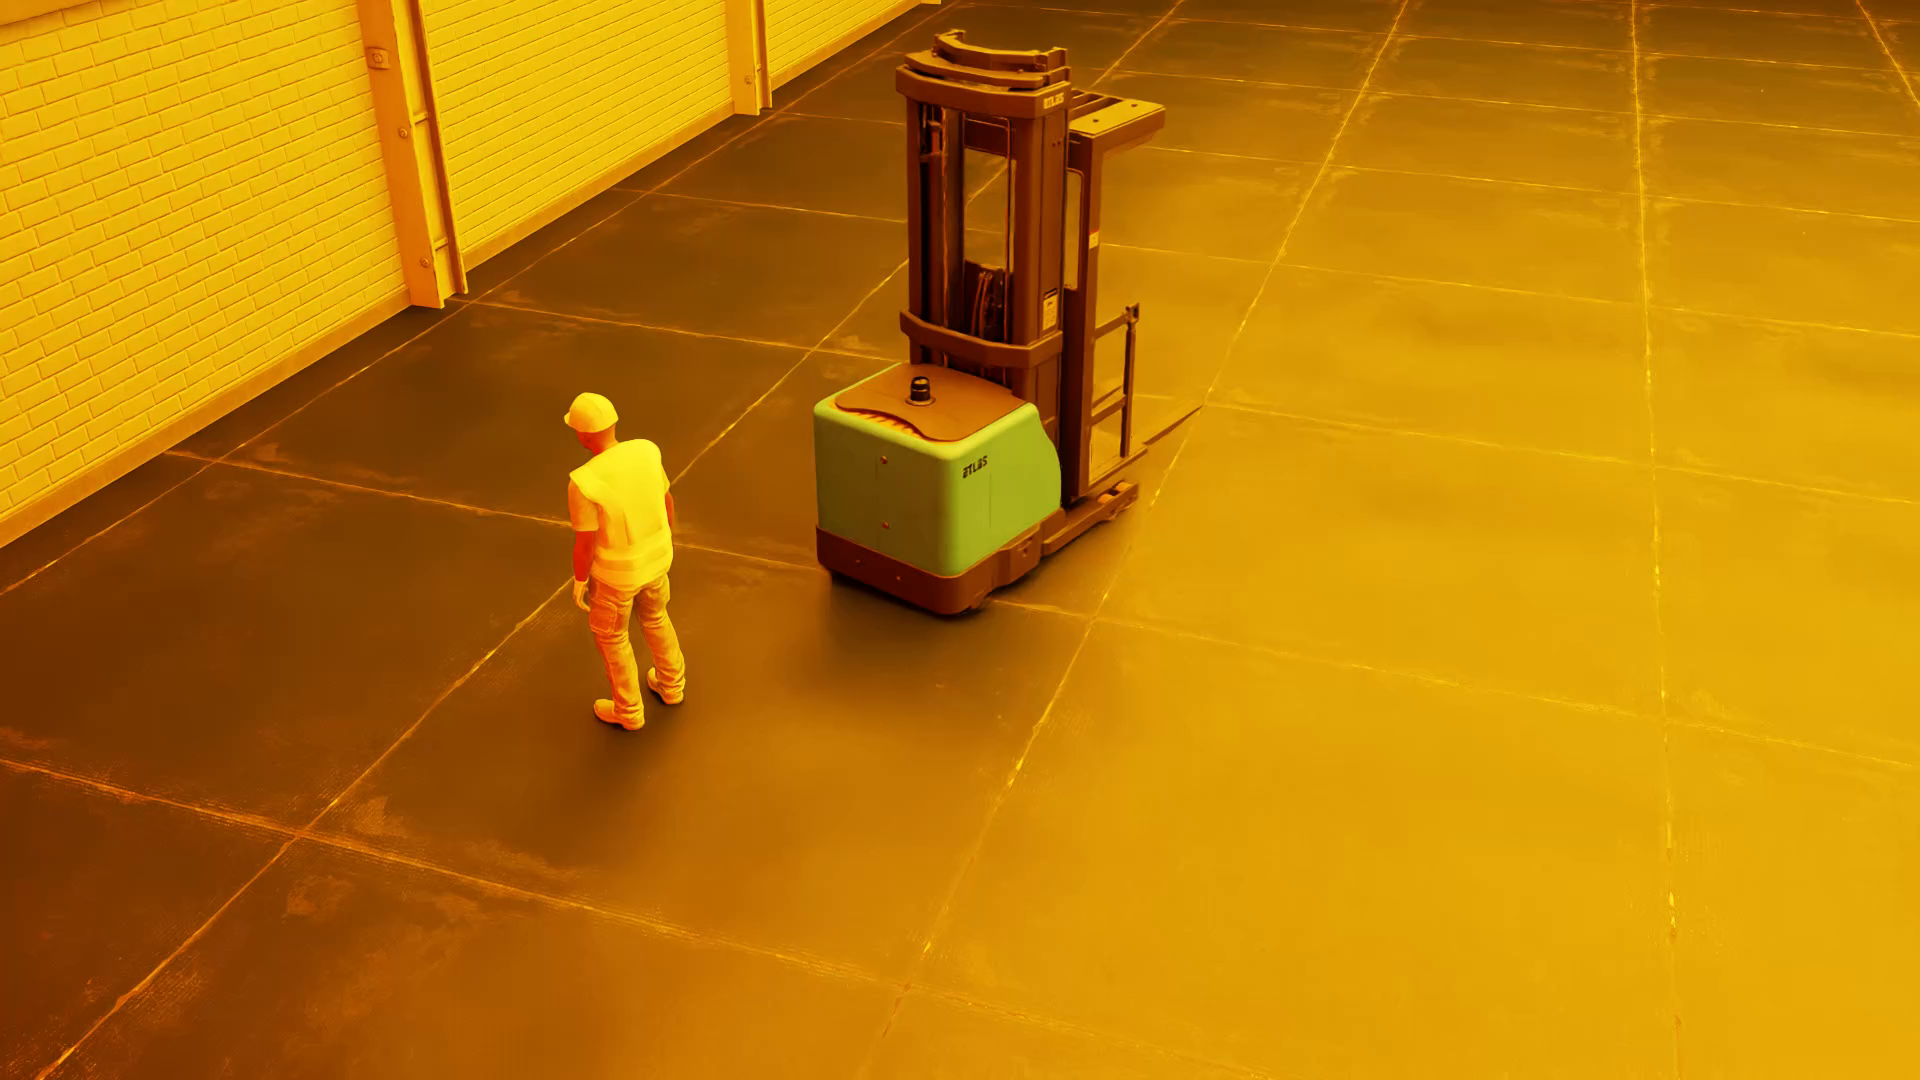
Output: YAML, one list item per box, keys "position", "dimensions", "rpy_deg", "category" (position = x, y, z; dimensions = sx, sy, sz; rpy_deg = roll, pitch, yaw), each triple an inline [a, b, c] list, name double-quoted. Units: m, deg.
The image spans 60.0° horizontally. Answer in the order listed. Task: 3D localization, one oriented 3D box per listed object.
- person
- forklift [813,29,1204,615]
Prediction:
- position: [-1.646, 0.107, 8.123]
  dimensions: [0.453, 1.772, 0.617]
  rpy_deg: [22, 36, 33]
  category: "person"
- position: [0.466, -1.526, 9.814]
  dimensions: [1.130, 2.935, 3.031]
  rpy_deg: [21, 36, 32]
  category: "forklift"
